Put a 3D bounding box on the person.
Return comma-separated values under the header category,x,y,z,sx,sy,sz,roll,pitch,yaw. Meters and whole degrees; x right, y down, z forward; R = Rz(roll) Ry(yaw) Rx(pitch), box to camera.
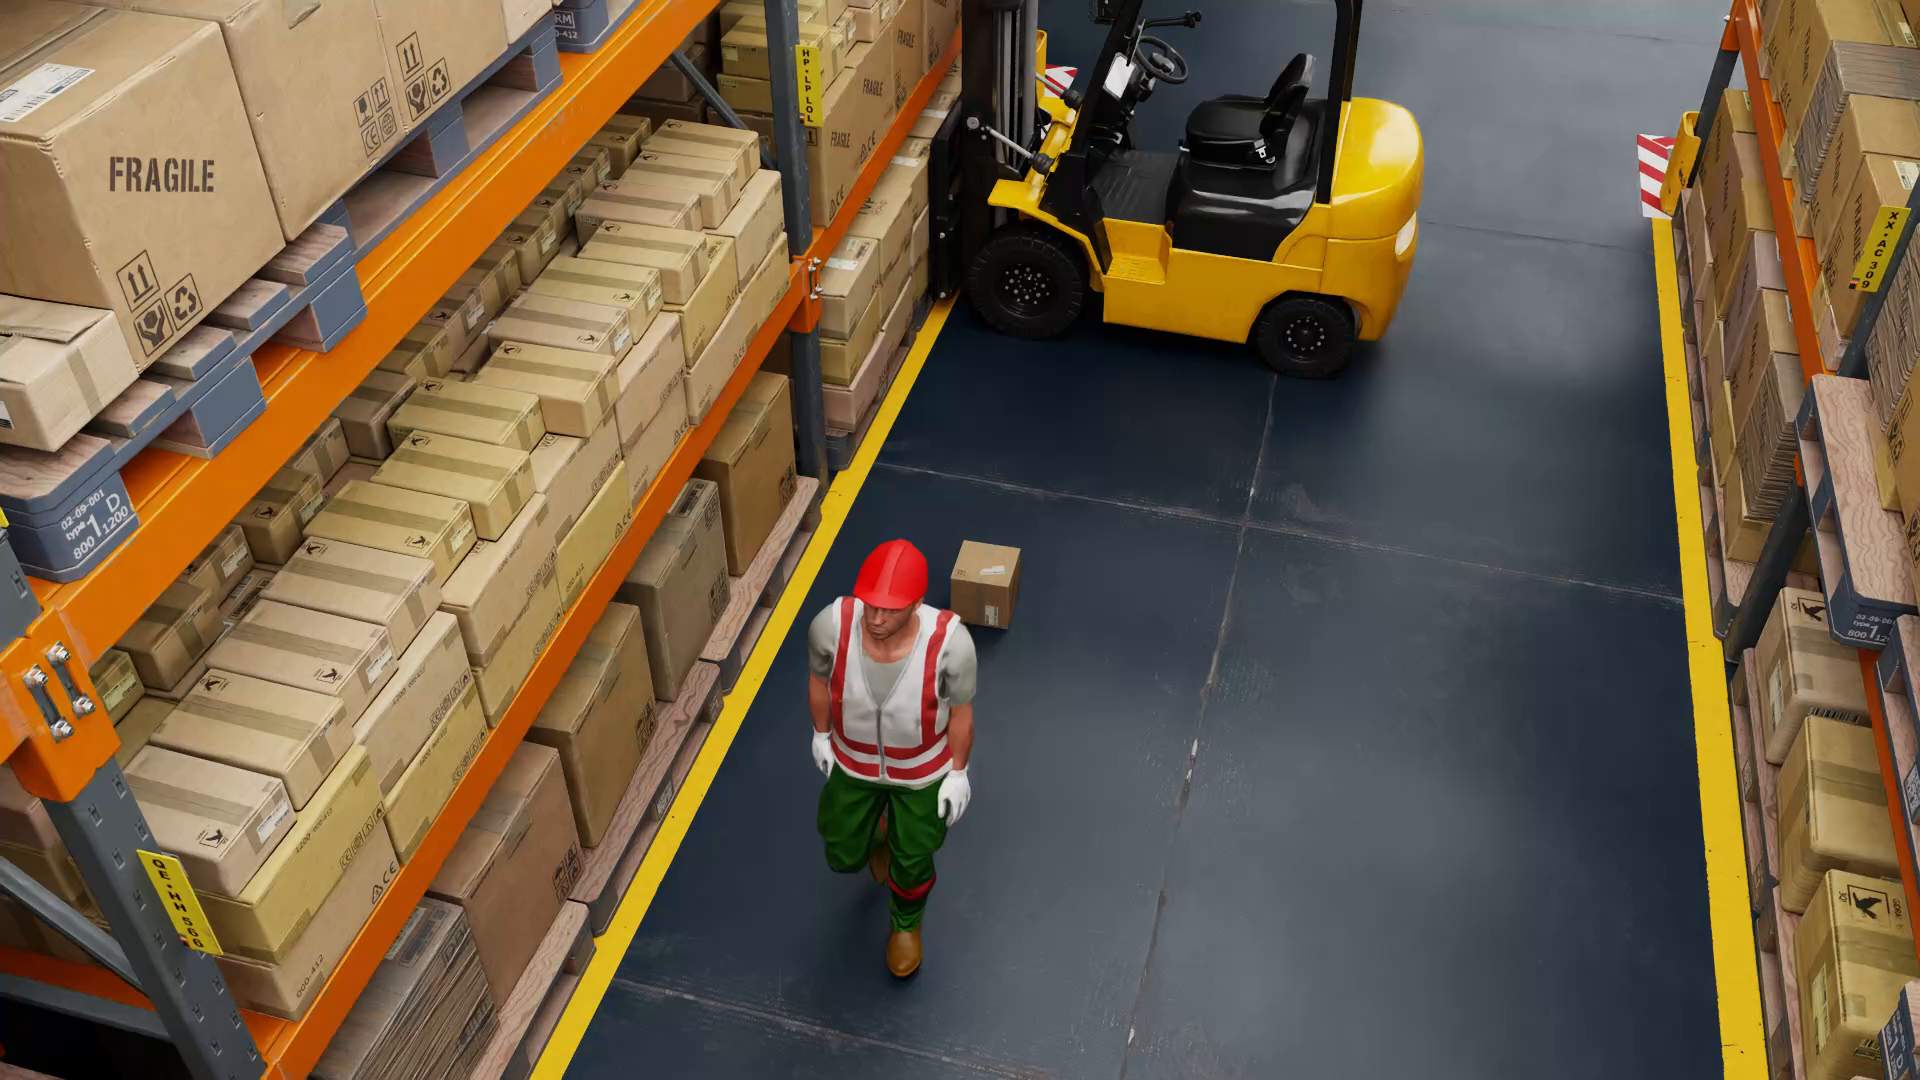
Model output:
category,x,y,z,sx,sy,sz,roll,pitch,yaw
person,-0.211,0.656,5.336,0.545,1.782,0.559,6,41,7
